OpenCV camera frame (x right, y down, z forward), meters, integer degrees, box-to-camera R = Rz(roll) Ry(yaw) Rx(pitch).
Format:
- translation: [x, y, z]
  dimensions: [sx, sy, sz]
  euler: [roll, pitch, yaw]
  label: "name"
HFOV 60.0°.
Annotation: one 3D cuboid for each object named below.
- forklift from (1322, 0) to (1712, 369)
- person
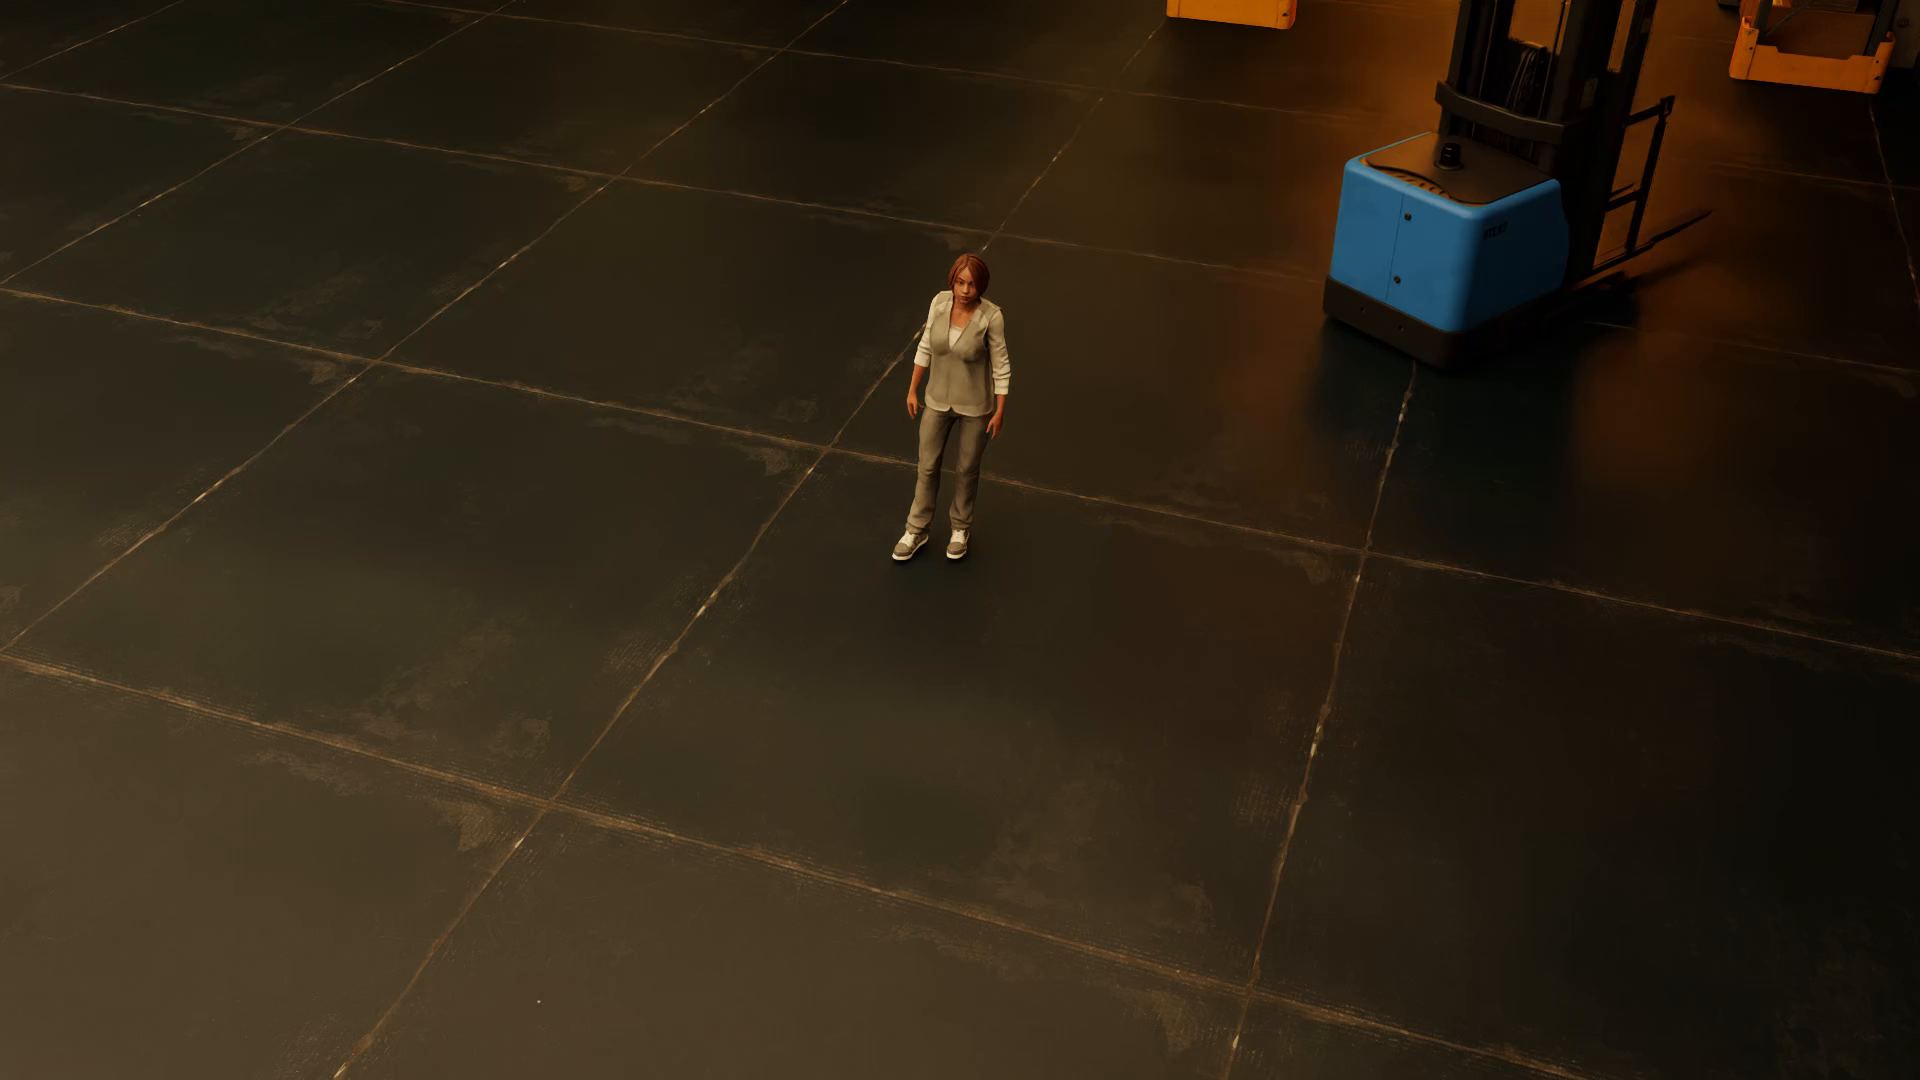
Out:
- translation: [3.786, -2.910, 10.216]
  dimensions: [3.031, 2.935, 1.130]
  euler: [-24, 42, -30]
  label: "forklift"
- translation: [-0.038, -0.614, 8.130]
  dimensions: [0.520, 1.582, 0.475]
  euler: [12, 37, 16]
  label: "person"
